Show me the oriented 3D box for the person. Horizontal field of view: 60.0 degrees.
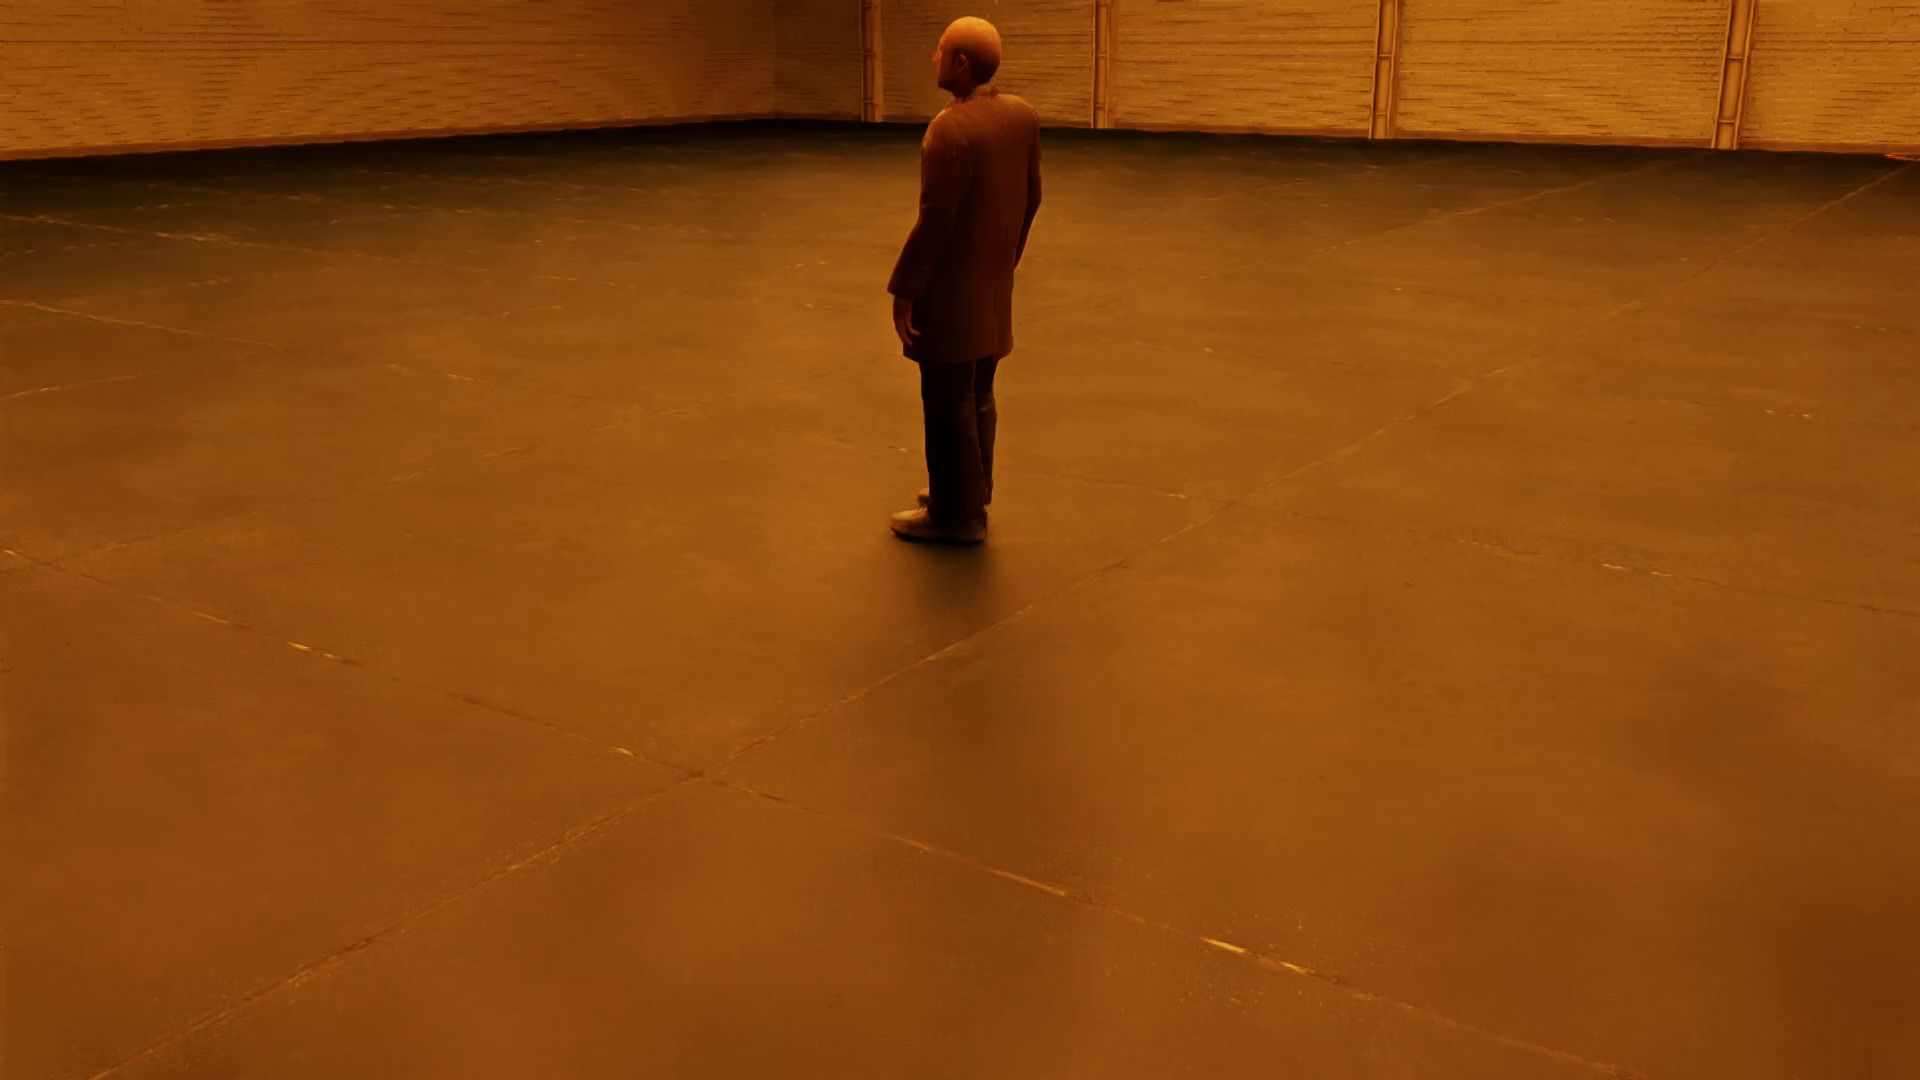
[{"bbox_3d":[-0.073,-0.875,5.745,0.580,1.776,0.694,11,20,33],"label":"person"}]
